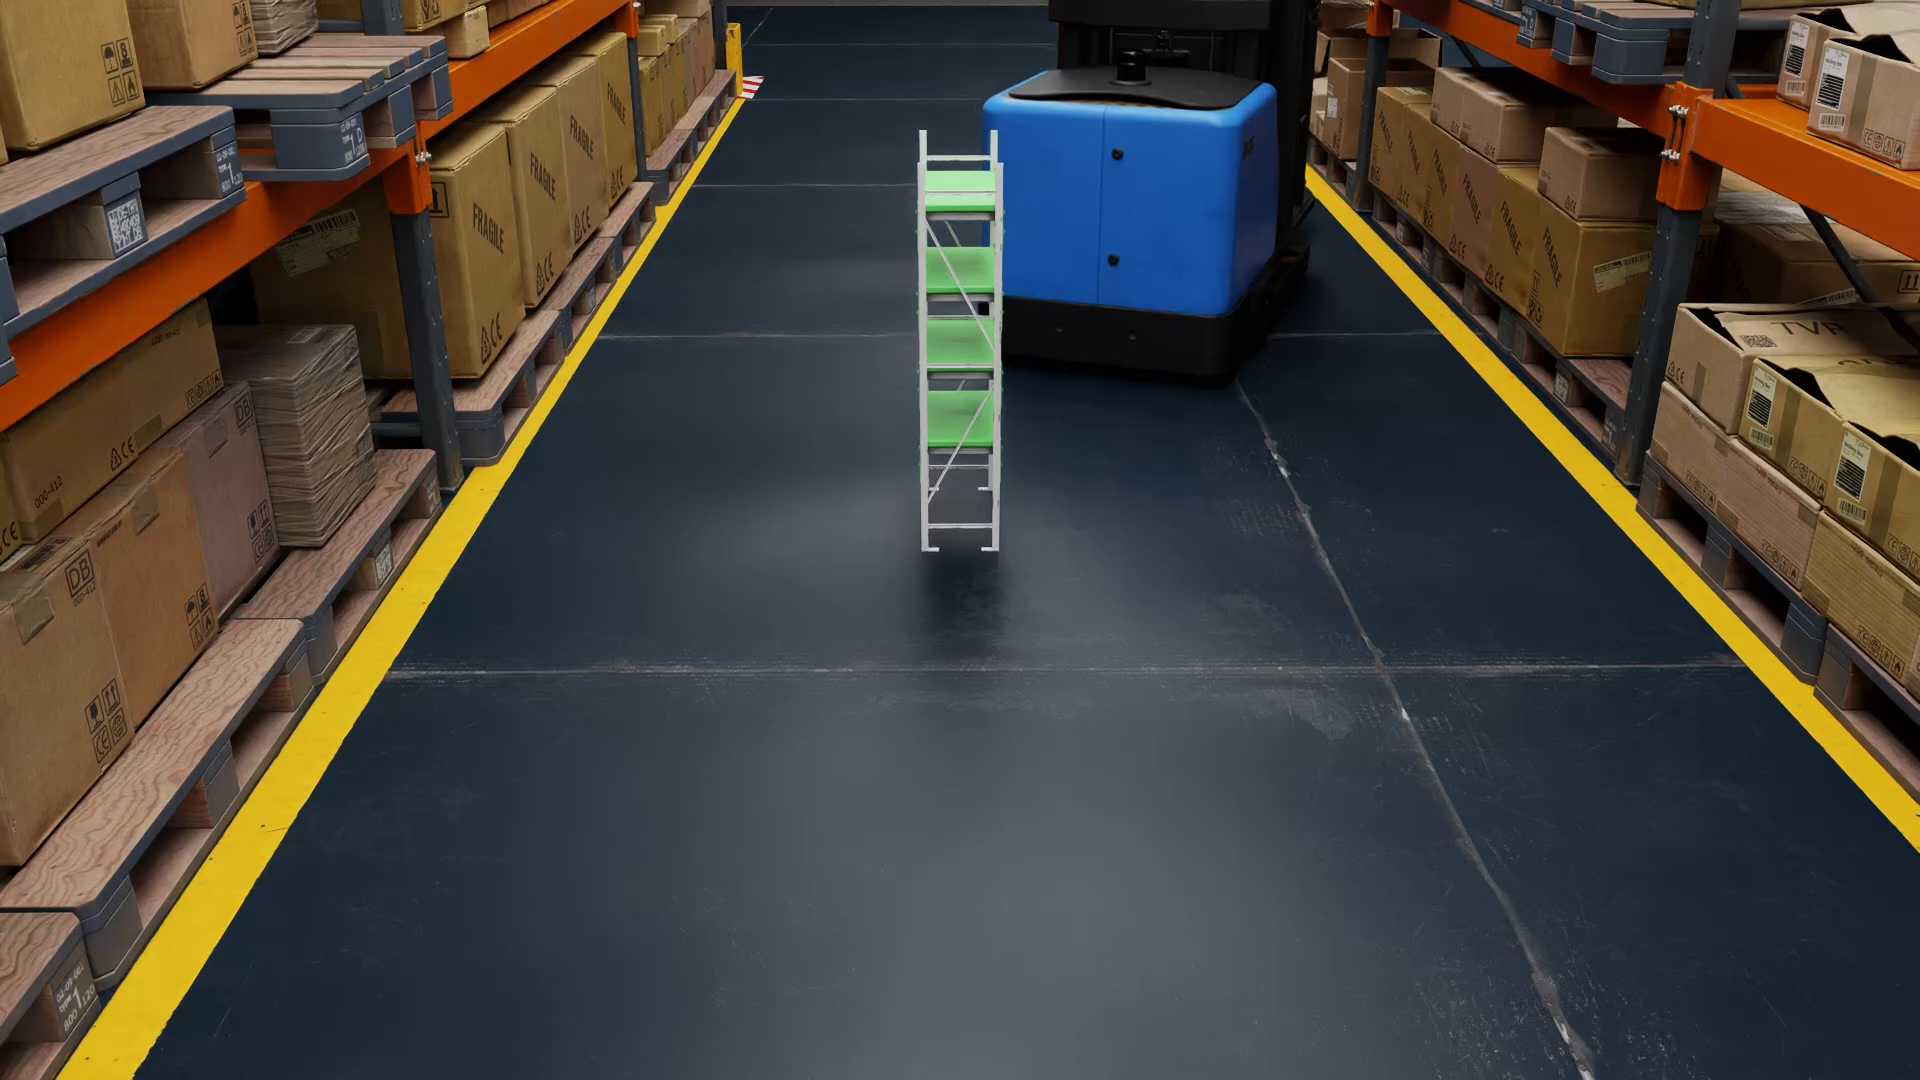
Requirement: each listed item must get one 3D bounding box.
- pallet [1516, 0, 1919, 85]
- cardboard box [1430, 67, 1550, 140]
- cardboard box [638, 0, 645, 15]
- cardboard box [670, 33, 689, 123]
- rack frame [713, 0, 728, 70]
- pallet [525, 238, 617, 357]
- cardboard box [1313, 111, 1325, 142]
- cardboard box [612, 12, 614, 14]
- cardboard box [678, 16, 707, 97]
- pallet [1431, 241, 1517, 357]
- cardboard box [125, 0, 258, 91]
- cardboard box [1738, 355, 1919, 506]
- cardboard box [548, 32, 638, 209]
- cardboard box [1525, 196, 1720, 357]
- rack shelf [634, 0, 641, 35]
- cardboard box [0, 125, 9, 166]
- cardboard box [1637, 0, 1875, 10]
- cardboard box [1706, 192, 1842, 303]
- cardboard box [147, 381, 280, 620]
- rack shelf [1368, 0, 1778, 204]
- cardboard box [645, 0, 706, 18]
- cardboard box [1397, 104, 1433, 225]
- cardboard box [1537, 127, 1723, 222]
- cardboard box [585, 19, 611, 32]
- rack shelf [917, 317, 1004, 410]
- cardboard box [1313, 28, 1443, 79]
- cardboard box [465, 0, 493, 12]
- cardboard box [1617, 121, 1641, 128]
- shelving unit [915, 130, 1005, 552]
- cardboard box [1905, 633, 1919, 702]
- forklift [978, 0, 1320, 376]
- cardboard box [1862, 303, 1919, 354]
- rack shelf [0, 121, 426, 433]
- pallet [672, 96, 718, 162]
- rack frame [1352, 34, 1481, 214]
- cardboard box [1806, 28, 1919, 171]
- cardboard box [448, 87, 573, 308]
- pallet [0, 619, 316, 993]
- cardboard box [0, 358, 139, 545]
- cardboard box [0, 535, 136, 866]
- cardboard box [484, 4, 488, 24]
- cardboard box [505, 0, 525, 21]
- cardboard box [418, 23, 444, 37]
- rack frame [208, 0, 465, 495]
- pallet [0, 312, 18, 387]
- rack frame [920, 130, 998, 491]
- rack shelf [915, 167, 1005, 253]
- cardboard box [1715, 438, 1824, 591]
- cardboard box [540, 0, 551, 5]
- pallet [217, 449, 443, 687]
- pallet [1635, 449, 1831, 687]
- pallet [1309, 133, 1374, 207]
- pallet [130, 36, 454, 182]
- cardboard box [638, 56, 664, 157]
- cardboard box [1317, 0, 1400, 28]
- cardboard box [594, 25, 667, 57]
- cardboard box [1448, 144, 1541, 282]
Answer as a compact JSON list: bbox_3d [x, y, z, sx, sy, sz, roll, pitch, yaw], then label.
[{"bbox_3d":[2.678,-1.759,5.732,1.213,0.211,1.003,0,24,-1],"label":"pallet"},{"bbox_3d":[2.485,-2.006,7.635,0.500,0.250,0.500,0,24,0],"label":"cardboard box"},{"bbox_3d":[-2.370,-3.639,11.392,0.380,0.149,0.250,0,24,0],"label":"cardboard box"},{"bbox_3d":[-2.152,-2.971,10.703,0.700,0.500,0.500,0,24,1],"label":"cardboard box"},{"bbox_3d":[-2.285,-4.840,12.311,1.000,3.000,0.127,0,24,-1],"label":"rack frame"},{"bbox_3d":[-2.141,-1.100,7.425,1.003,0.211,1.213,0,24,-1],"label":"pallet"},{"bbox_3d":[2.358,-2.505,10.074,0.380,0.149,0.250,0,24,-1],"label":"cardboard box"},{"bbox_3d":[-2.360,-3.324,10.696,0.380,0.149,0.250,-1,24,-2],"label":"cardboard box"},{"bbox_3d":[-2.171,-3.398,11.647,0.700,0.500,0.500,0,24,-1],"label":"cardboard box"},{"bbox_3d":[2.775,-1.106,7.439,1.003,0.211,1.213,0,24,-1],"label":"pallet"},{"bbox_3d":[-2.149,-1.366,3.974,0.700,0.500,0.500,-3,24,-6],"label":"cardboard box"},{"bbox_3d":[2.482,-0.328,4.481,0.500,0.311,0.500,-1,24,-2],"label":"cardboard box"},{"bbox_3d":[-2.104,-2.136,8.432,0.750,0.750,0.750,0,24,0],"label":"cardboard box"},{"bbox_3d":[2.511,-1.013,6.349,0.500,0.500,0.500,1,24,2],"label":"cardboard box"},{"bbox_3d":[-2.263,-3.688,10.637,1.077,0.370,4.000,0,24,-1],"label":"rack shelf"},{"bbox_3d":[-2.163,-0.853,2.840,0.700,0.500,0.500,3,25,7],"label":"cardboard box"},{"bbox_3d":[2.636,-2.063,5.541,0.700,0.500,0.500,-9,26,-18],"label":"cardboard box"},{"bbox_3d":[3.025,-1.033,6.394,0.500,0.500,0.500,-1,24,-2],"label":"cardboard box"},{"bbox_3d":[-2.248,-0.096,4.321,0.700,0.500,0.500,0,24,-1],"label":"cardboard box"},{"bbox_3d":[2.734,-2.064,7.046,1.077,0.370,4.000,0,24,-1],"label":"rack shelf"},{"bbox_3d":[-1.990,-3.742,11.621,0.380,0.149,0.250,0,24,1],"label":"cardboard box"},{"bbox_3d":[2.491,-1.857,8.215,0.500,0.500,0.500,0,24,0],"label":"cardboard box"},{"bbox_3d":[2.506,-1.378,6.246,0.500,0.250,0.500,1,24,1],"label":"cardboard box"},{"bbox_3d":[-2.355,-3.113,10.230,0.380,0.149,0.250,-1,24,-2],"label":"cardboard box"},{"bbox_3d":[-0.002,-0.557,5.180,0.258,0.148,0.480,0,24,-1],"label":"rack shelf"},{"bbox_3d":[2.687,-3.053,10.855,0.797,0.503,0.637,0,24,-1],"label":"cardboard box"},{"bbox_3d":[-1.943,-2.151,5.859,0.500,0.500,0.500,1,24,1],"label":"cardboard box"},{"bbox_3d":[3.006,-1.665,7.790,0.500,0.500,0.500,0,24,0],"label":"cardboard box"},{"bbox_3d":[-0.002,-0.615,5.154,0.258,1.200,0.503,0,24,-1],"label":"shelving unit"},{"bbox_3d":[2.491,0.344,3.676,0.500,0.250,0.500,0,24,1],"label":"cardboard box"},{"bbox_3d":[1.048,-2.558,7.350,1.130,2.935,3.031,8,26,18],"label":"forklift"},{"bbox_3d":[3.008,-0.547,4.965,0.500,0.311,0.500,0,24,1],"label":"cardboard box"},{"bbox_3d":[-2.176,-0.392,3.349,1.077,0.370,4.000,0,24,-1],"label":"rack shelf"},{"bbox_3d":[-2.187,-2.739,11.049,1.003,0.211,1.213,0,24,-1],"label":"pallet"},{"bbox_3d":[2.712,-3.215,8.720,1.000,3.000,0.127,0,24,-1],"label":"rack frame"},{"bbox_3d":[2.572,-1.157,4.277,0.500,0.311,0.500,-1,24,-1],"label":"cardboard box"},{"bbox_3d":[-2.077,-1.420,6.849,0.750,0.750,0.750,0,24,-1],"label":"cardboard box"},{"bbox_3d":[-2.180,0.551,3.776,1.003,0.211,1.213,0,24,-1],"label":"pallet"},{"bbox_3d":[-2.183,-0.203,3.649,0.500,0.250,0.500,0,24,-1],"label":"cardboard box"},{"bbox_3d":[-2.199,0.317,3.409,0.700,0.500,0.500,0,24,0],"label":"cardboard box"},{"bbox_3d":[-2.019,-1.999,6.309,0.380,0.149,0.250,0,24,1],"label":"cardboard box"},{"bbox_3d":[-1.997,-2.207,6.770,0.380,0.149,0.250,0,24,0],"label":"cardboard box"},{"bbox_3d":[-1.963,-1.679,5.602,0.380,0.149,0.250,0,24,0],"label":"cardboard box"},{"bbox_3d":[-2.197,-1.543,5.023,1.000,3.000,0.127,0,24,-1],"label":"rack frame"},{"bbox_3d":[-2.017,-0.123,2.116,1.003,0.211,1.213,0,24,-1],"label":"pallet"},{"bbox_3d":[-0.004,-0.715,5.376,0.240,1.200,0.015,0,24,-1],"label":"rack frame"},{"bbox_3d":[-0.002,-0.994,4.982,0.258,0.148,0.480,0,24,-1],"label":"rack shelf"},{"bbox_3d":[2.474,-0.082,4.617,0.500,0.250,0.500,-1,24,-2],"label":"cardboard box"},{"bbox_3d":[-1.984,-2.425,7.251,0.380,0.149,0.250,-1,24,-2],"label":"cardboard box"},{"bbox_3d":[-2.190,0.049,4.885,1.003,0.211,1.213,0,24,-1],"label":"pallet"},{"bbox_3d":[2.726,0.043,4.899,1.003,0.211,1.213,0,24,-1],"label":"pallet"},{"bbox_3d":[2.706,-2.228,9.920,1.003,0.211,1.213,0,24,-1],"label":"pallet"},{"bbox_3d":[-2.083,-1.163,4.414,1.213,0.211,1.003,0,24,-1],"label":"pallet"},{"bbox_3d":[-2.147,-2.553,9.778,0.700,0.500,0.500,0,24,0],"label":"cardboard box"},{"bbox_3d":[2.921,-3.702,12.295,0.500,0.500,0.500,0,24,-1],"label":"cardboard box"},{"bbox_3d":[-1.968,-2.990,9.958,0.380,0.149,0.250,1,24,1],"label":"cardboard box"},{"bbox_3d":[2.494,-1.443,7.299,0.500,0.500,0.500,-1,24,-3],"label":"cardboard box"}]
